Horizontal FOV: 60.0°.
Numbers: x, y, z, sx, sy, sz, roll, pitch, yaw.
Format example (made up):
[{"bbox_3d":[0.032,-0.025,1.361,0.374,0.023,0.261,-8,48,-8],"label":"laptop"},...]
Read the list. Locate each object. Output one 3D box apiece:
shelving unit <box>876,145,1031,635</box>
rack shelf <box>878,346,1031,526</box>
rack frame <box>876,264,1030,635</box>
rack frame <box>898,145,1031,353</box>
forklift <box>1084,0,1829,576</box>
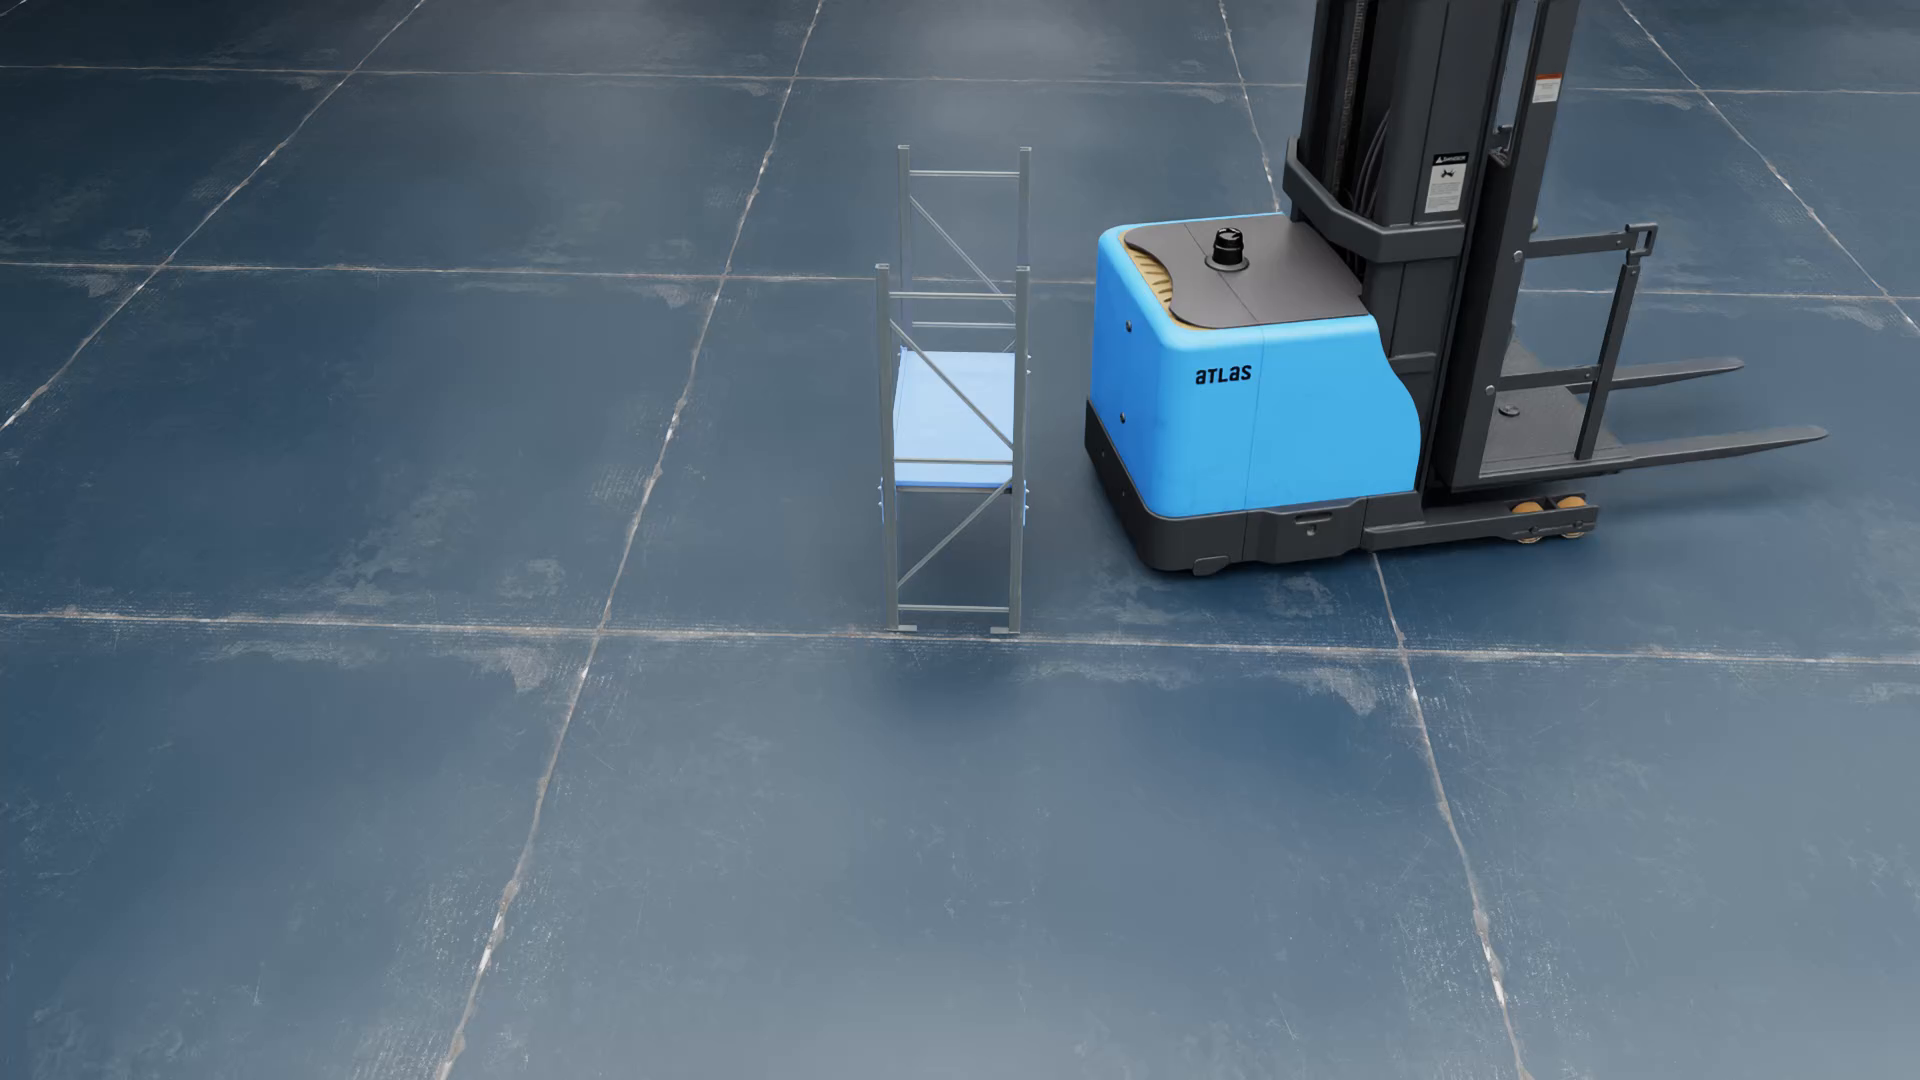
[{"bbox_3d":[-0.003,-0.565,6.249,0.538,1.500,1.048,1,35,2],"label":"shelving unit"},{"bbox_3d":[-0.003,-0.417,6.352,0.538,0.185,1.000,1,35,2],"label":"rack shelf"},{"bbox_3d":[-0.024,-0.273,5.833,0.500,1.500,0.032,1,35,2],"label":"rack frame"},{"bbox_3d":[0.017,-0.857,6.665,0.500,1.500,0.032,1,35,2],"label":"rack frame"},{"bbox_3d":[2.109,-1.477,6.302,3.031,2.935,1.130,-7,36,-9],"label":"forklift"}]
